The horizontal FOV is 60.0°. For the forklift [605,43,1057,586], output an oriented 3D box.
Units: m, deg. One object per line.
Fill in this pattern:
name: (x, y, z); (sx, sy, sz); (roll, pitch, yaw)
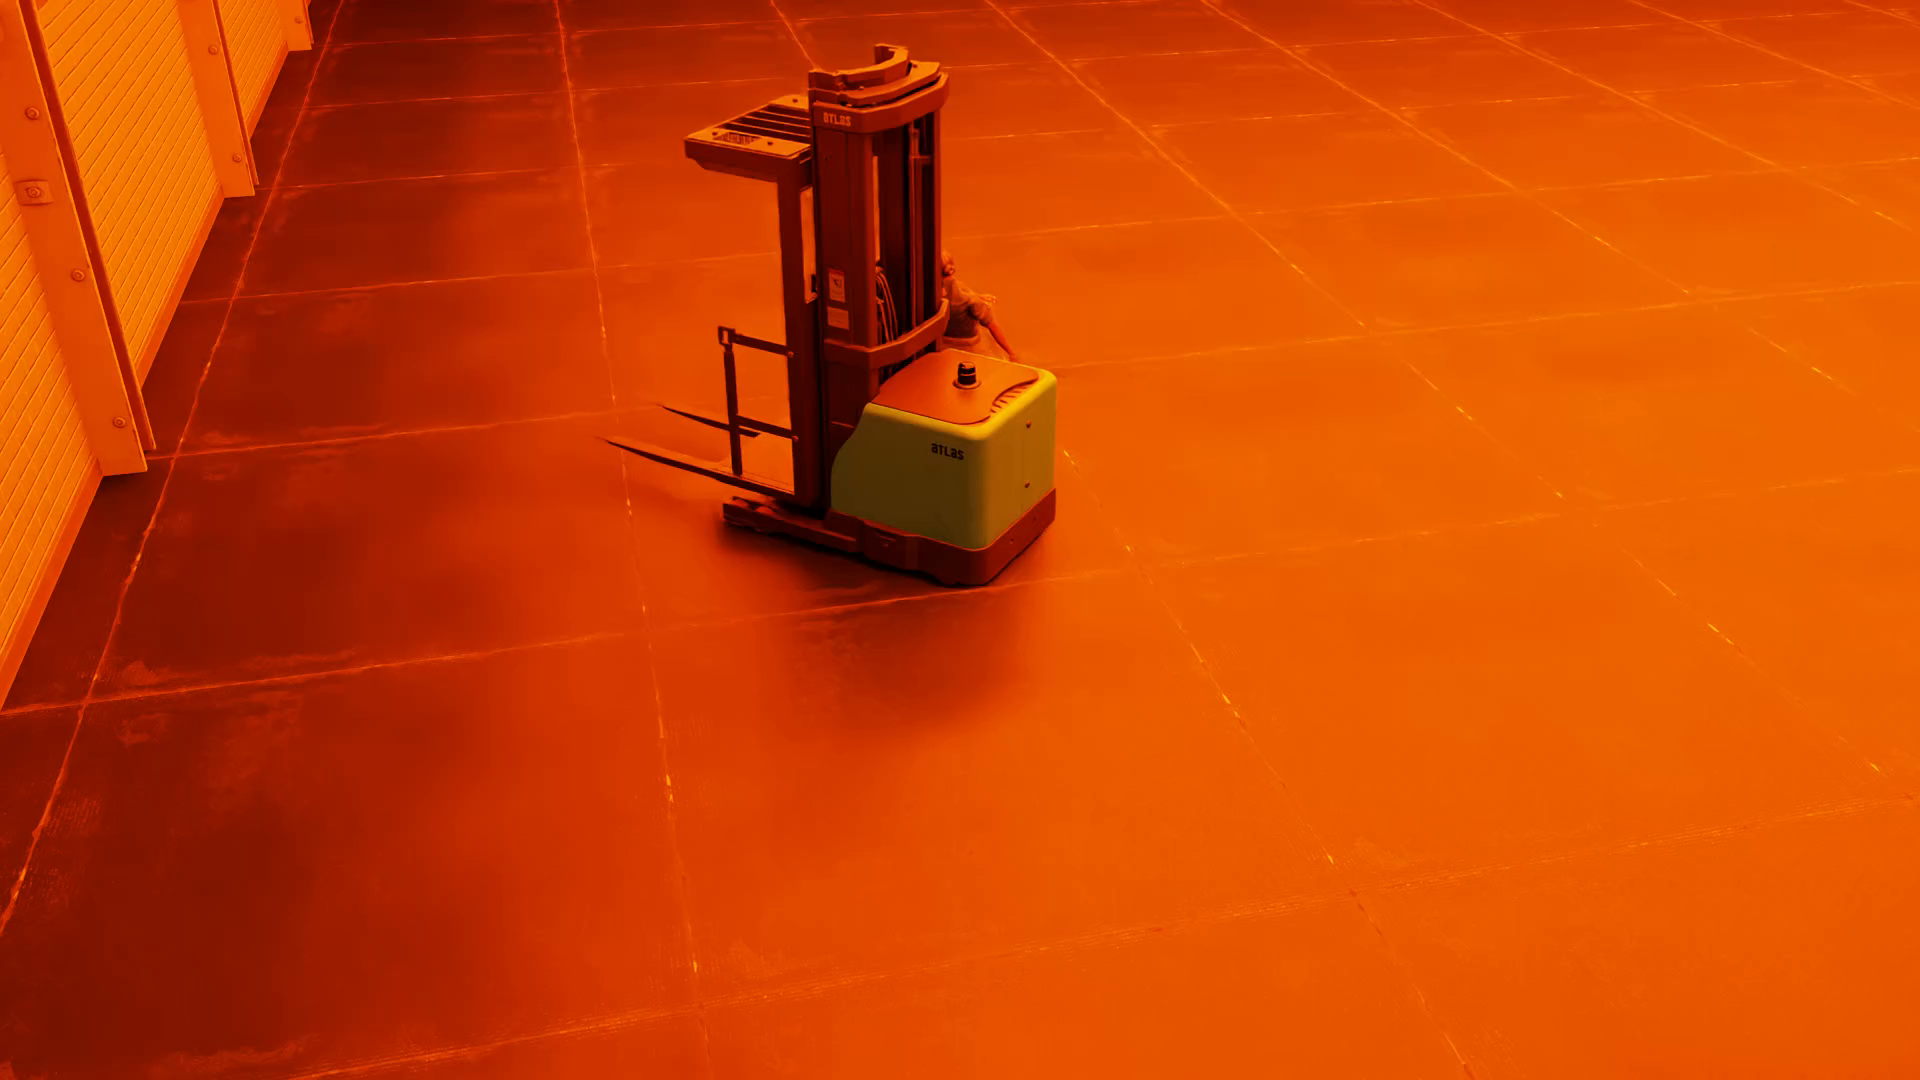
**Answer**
forklift: (-0.927, -1.524, 10.207); (3.031, 2.935, 1.130); (16, 34, 26)

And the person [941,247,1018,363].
person: (0.044, -1.243, 11.124); (0.696, 1.523, 0.820); (6, 31, 10)
